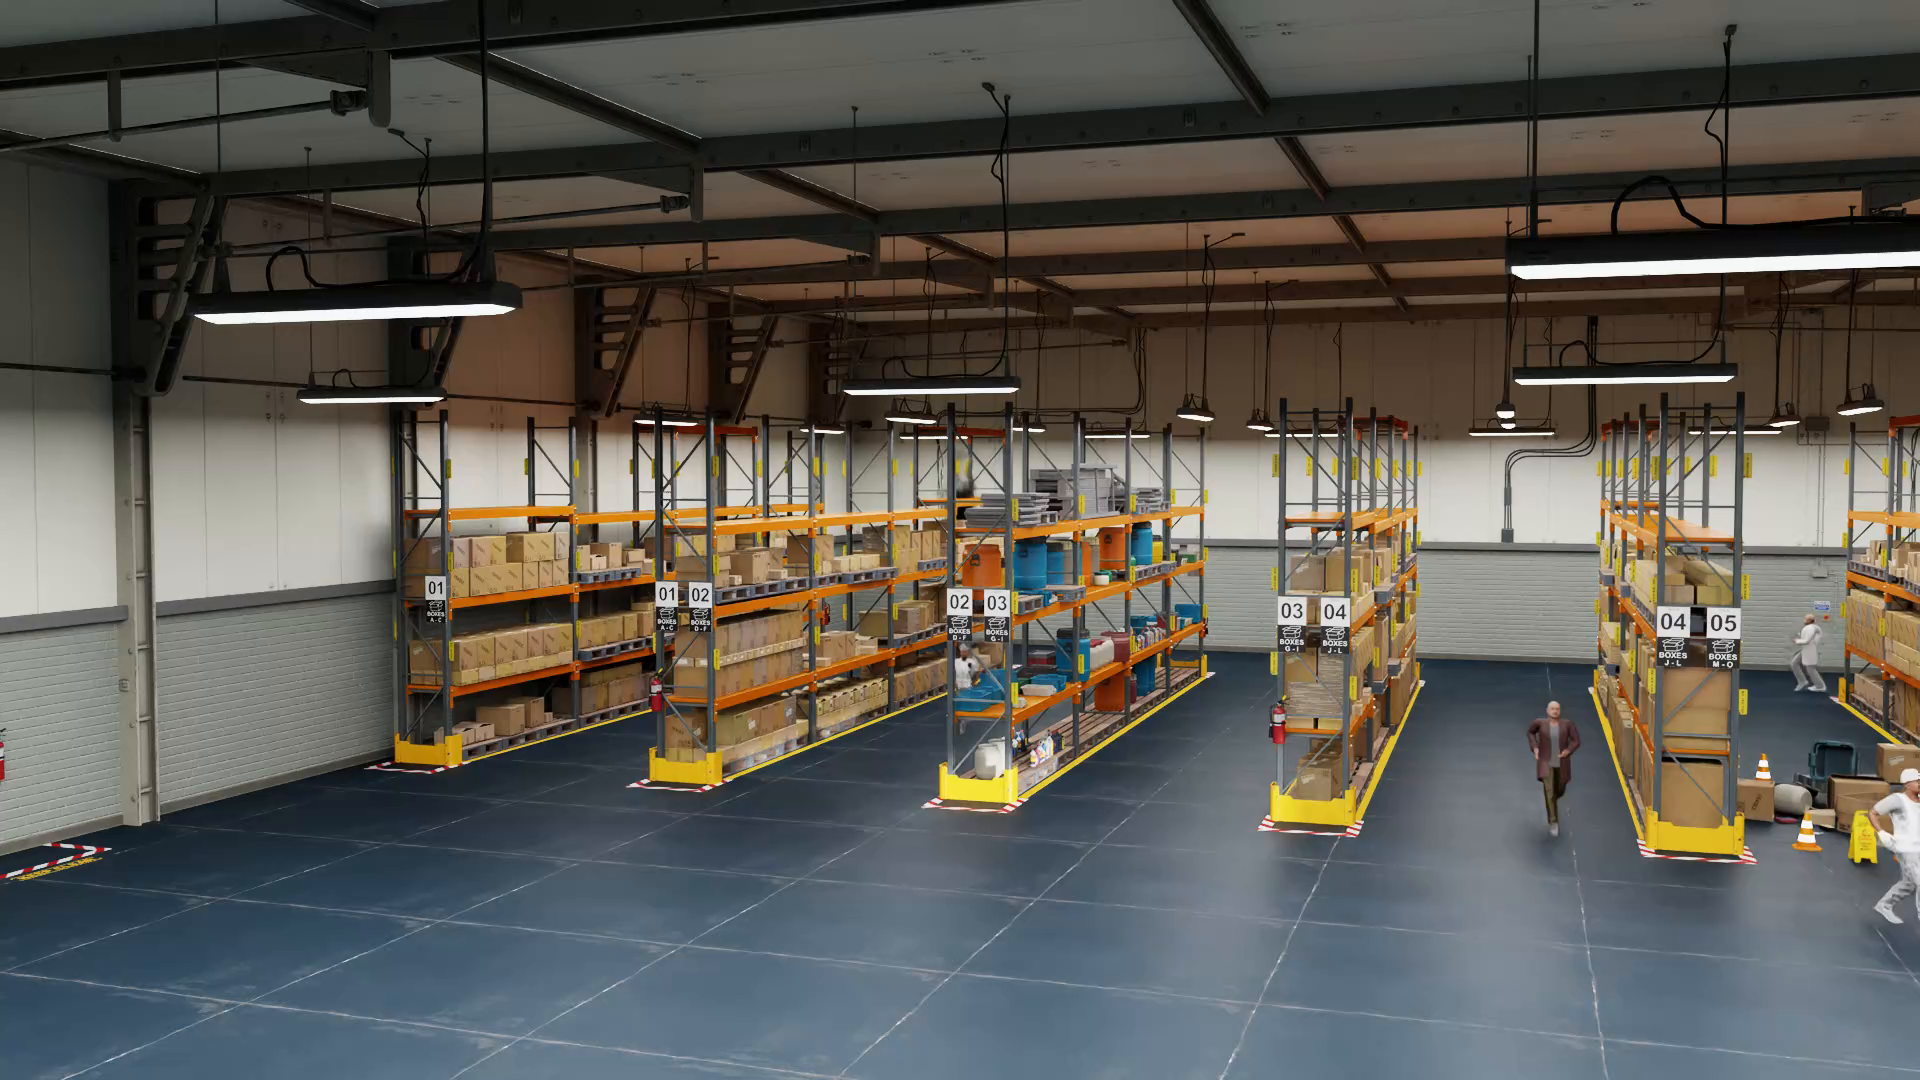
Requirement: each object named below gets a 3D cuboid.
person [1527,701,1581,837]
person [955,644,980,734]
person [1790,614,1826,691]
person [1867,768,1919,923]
[{"bbox_3d":[8.276,3.135,23.129,0.673,1.789,1.154,0,2,8],"label":"person"},{"bbox_3d":[0.089,2.830,31.836,0.568,1.682,0.864,1,3,13],"label":"person"},{"bbox_3d":[18.939,2.531,37.071,0.726,1.772,0.682,1,3,18],"label":"person"},{"bbox_3d":[10.193,3.342,17.789,0.694,1.791,0.947,-1,3,-27],"label":"person"}]
